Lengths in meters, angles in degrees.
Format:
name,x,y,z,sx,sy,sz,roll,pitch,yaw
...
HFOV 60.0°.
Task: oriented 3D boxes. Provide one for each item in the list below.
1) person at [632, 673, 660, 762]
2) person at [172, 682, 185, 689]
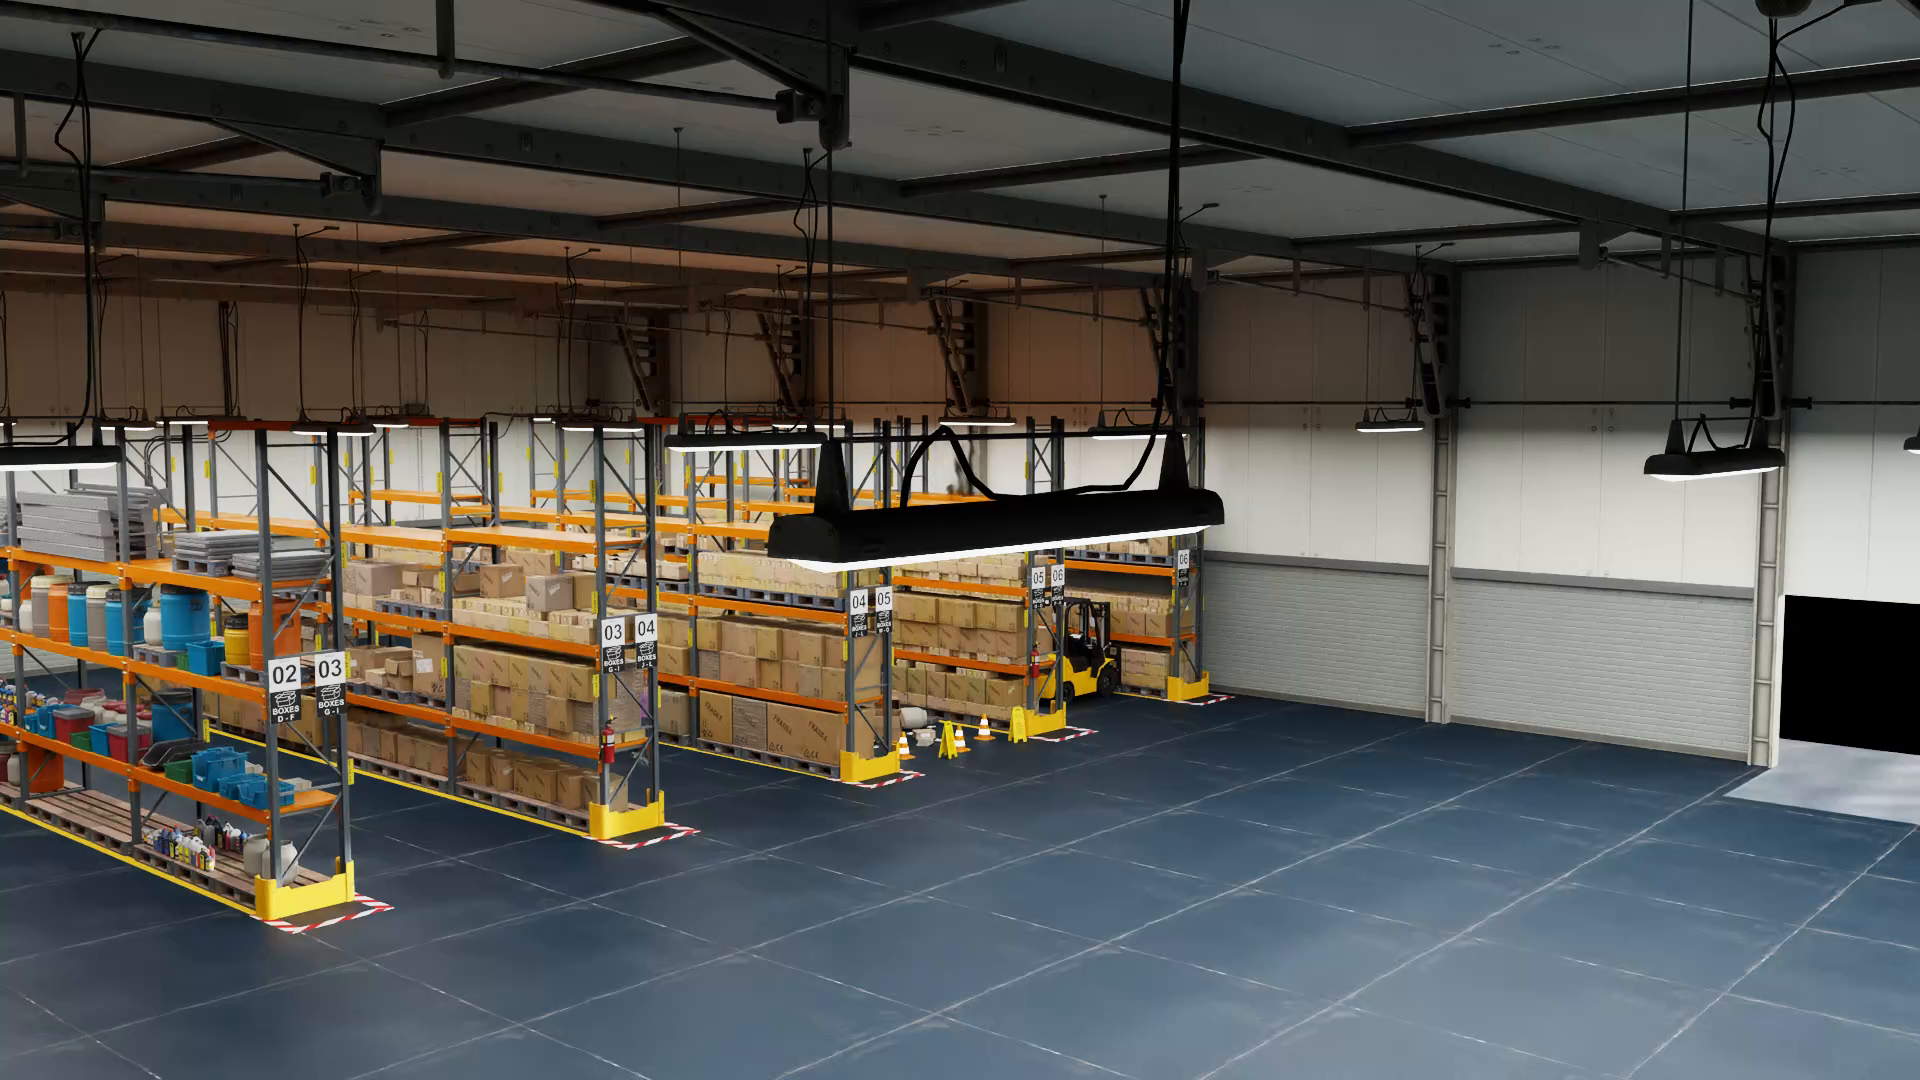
name,x,y,z,sx,sy,sz,roll,pitch,yaw
person,-5.534,3.131,29.088,0.732,1.640,0.542,4,6,37
person,-13.089,3.160,27.863,0.720,1.743,0.712,3,6,35
